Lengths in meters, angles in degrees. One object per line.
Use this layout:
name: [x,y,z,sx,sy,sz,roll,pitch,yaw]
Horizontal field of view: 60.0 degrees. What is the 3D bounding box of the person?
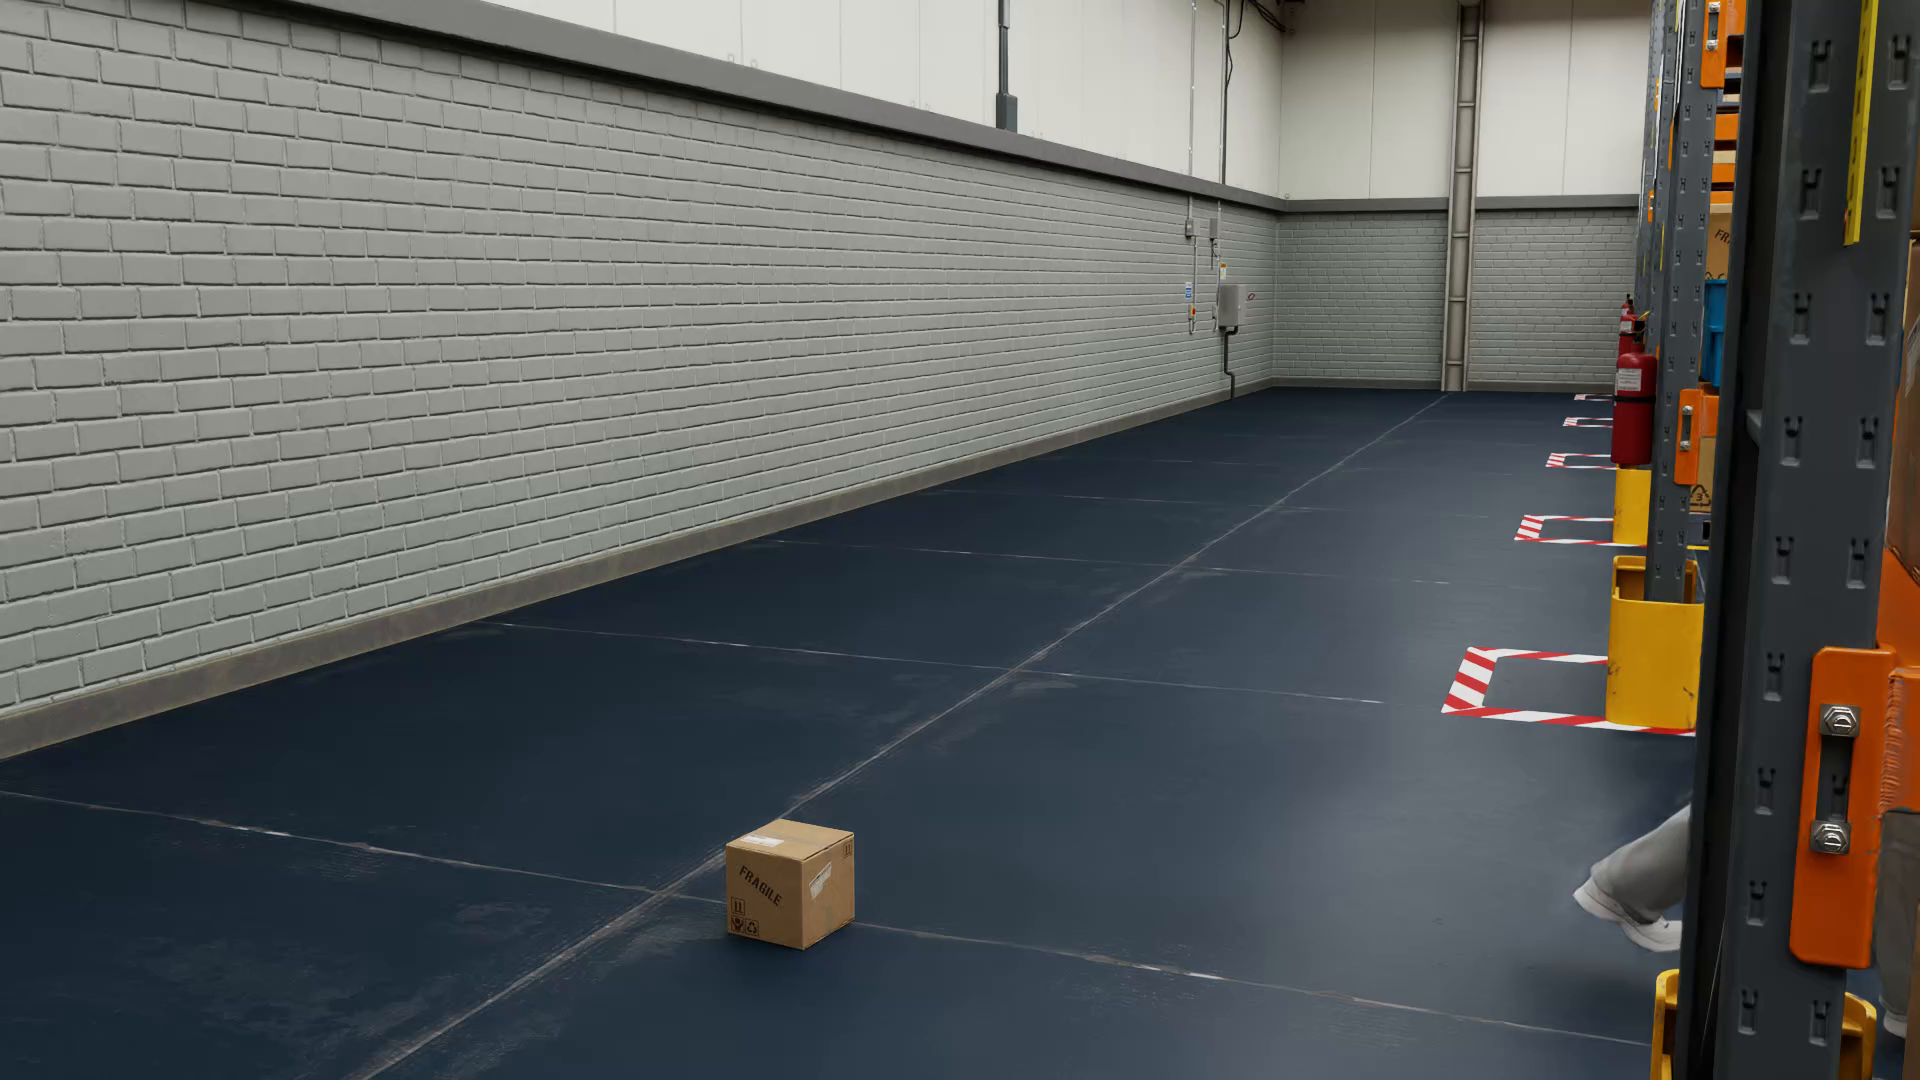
person: [1.983,0.307,3.864,1.004,1.621,0.455,5,10,28]
